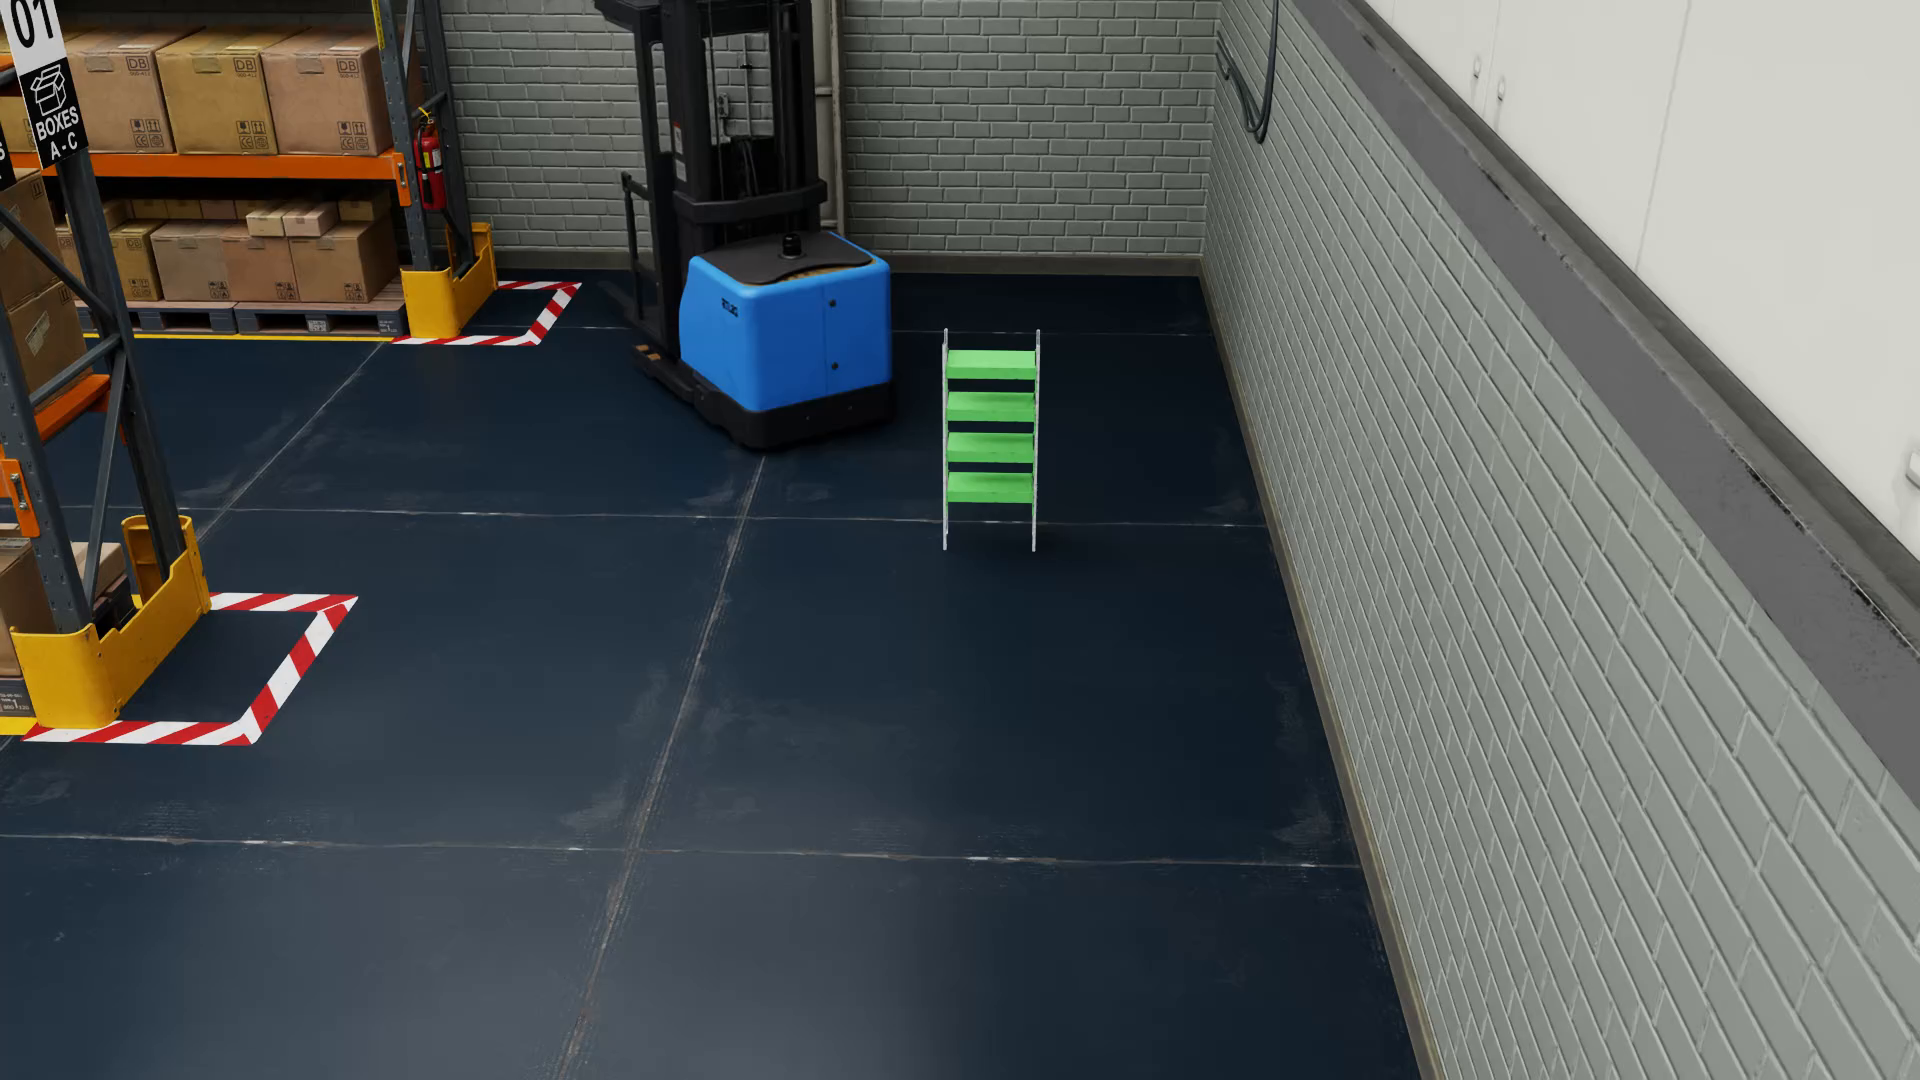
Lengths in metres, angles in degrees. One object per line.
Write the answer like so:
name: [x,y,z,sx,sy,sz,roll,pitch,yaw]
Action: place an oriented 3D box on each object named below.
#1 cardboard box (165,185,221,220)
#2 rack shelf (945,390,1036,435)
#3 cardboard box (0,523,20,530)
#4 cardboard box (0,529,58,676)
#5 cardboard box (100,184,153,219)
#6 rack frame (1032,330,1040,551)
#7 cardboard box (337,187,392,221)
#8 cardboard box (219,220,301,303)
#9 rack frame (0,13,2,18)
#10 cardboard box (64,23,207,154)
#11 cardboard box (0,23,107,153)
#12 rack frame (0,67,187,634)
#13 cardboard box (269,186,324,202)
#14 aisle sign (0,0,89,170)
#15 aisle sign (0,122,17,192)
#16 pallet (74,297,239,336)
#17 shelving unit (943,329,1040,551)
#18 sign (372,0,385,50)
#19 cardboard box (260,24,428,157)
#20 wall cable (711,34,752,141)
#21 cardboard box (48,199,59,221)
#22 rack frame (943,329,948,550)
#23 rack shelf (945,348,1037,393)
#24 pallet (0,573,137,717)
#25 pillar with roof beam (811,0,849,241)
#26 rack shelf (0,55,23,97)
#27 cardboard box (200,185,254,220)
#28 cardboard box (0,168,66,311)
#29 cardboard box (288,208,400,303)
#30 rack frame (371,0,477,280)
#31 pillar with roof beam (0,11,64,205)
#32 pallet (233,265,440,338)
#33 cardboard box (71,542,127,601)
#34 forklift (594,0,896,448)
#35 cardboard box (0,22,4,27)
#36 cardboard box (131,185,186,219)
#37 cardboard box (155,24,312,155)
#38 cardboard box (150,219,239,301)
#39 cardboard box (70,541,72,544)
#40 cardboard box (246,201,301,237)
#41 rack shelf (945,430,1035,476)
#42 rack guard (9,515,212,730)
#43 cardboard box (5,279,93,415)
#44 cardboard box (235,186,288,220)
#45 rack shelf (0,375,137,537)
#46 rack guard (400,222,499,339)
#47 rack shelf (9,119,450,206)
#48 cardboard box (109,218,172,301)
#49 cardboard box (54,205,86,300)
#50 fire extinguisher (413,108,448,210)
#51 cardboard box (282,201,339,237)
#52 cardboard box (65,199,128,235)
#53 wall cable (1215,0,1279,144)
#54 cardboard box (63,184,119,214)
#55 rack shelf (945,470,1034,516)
cardboard box: [-5.649,-2.496,12.283,0.250,0.149,0.380,1,28,2]
rack shelf: [0.165,-0.683,8.881,0.480,0.148,0.258,1,28,2]
cardboard box: [-5.015,0.138,8.253,0.500,0.250,0.500,1,28,2]
cardboard box: [-4.534,0.284,7.711,0.500,0.500,0.500,1,28,2]
cardboard box: [-6.160,-2.504,12.299,0.250,0.149,0.380,1,28,2]
rack frame: [0.409,-0.523,8.956,0.015,1.200,0.240,1,28,2]
cardboard box: [-4.382,-2.475,12.245,0.250,0.149,0.380,1,28,2]
cardboard box: [-5.014,-2.106,12.240,0.500,0.500,0.700,1,28,2]
rack frame: [-3.982,-3.383,6.024,0.127,3.000,1.000,1,28,2]
cardboard box: [-5.810,-3.211,11.785,0.700,0.700,0.980,0,28,-1]
cardboard box: [-6.538,-3.219,11.799,0.700,0.700,0.980,0,28,0]
rack frame: [-3.982,-0.733,7.429,0.127,3.000,1.000,1,28,2]
cardboard box: [-4.889,-2.483,12.260,0.250,0.149,0.380,1,28,2]
aisle sign: [-3.904,-2.018,7.078,0.004,0.787,0.394,1,28,2]
aisle sign: [-3.925,-1.737,6.548,0.004,0.787,0.394,1,28,2]
pallet: [-5.829,-1.817,12.453,1.213,0.211,1.003,1,28,2]
shelving unit: [0.165,-0.527,8.964,0.503,1.200,0.258,1,28,2]
sign: [-3.844,-3.414,10.998,0.005,0.325,0.100,1,28,2]
cardboard box: [-4.321,-3.188,11.740,0.700,0.700,0.980,2,28,4]
wall cable: [-2.498,-3.922,12.361,1.851,1.984,0.084,1,28,2]
cardboard box: [-6.729,-2.334,11.978,0.250,0.149,0.380,2,28,4]
rack frame: [-0.078,-0.531,8.971,0.015,1.200,0.240,1,28,2]
rack shelf: [0.165,-0.895,8.769,0.480,0.148,0.258,1,28,2]
pallet: [-4.855,0.486,8.109,1.213,0.211,1.003,1,28,2]
pillar with roof beam: [-1.234,-4.047,7.277,0.400,9.000,9.100,1,28,2]
rack shelf: [-5.981,-1.773,6.958,4.000,0.370,1.077,1,28,2]
cardboard box: [-5.393,-2.492,12.276,0.250,0.149,0.380,1,28,3]
cardboard box: [-4.416,-1.349,7.419,0.500,0.500,0.500,2,28,3]
cardboard box: [-4.514,-2.097,12.224,0.500,0.500,0.700,1,28,2]
rack frame: [-3.811,-3.051,11.804,0.127,3.000,1.000,1,28,2]
pillar with roof beam: [-7.230,-4.146,7.464,0.400,9.000,9.100,1,28,2]
pallet: [-4.613,-1.796,12.413,1.213,0.211,1.003,1,28,2]
cardboard box: [-4.389,0.165,8.311,0.250,0.149,0.380,1,28,2]
forklift: [-1.619,-2.503,10.842,1.130,2.935,3.031,-16,32,-28]
cardboard box: [-7.267,-3.233,11.827,0.700,0.700,0.980,1,28,3]
cardboard box: [-5.902,-2.500,12.291,0.250,0.149,0.380,0,28,1]
cardboard box: [-5.049,-3.194,11.753,0.700,0.700,0.980,1,28,1]
cardboard box: [-5.517,-2.114,12.255,0.500,0.500,0.700,0,28,0]
cardboard box: [-4.638,0.153,8.314,0.250,0.166,0.380,1,28,2]
cardboard box: [-4.904,-2.305,11.923,0.250,0.149,0.380,2,28,3]
rack shelf: [0.165,-0.471,8.994,0.480,0.148,0.258,1,28,2]
rack guard: [-4.058,0.371,8.017,0.348,0.500,1.175,1,28,2]
cardboard box: [-4.416,-0.908,7.653,0.500,0.500,0.500,2,28,3]
cardboard box: [-5.139,-2.488,12.268,0.250,0.149,0.380,1,28,2]
rack shelf: [-5.981,-0.448,7.660,4.000,0.370,1.077,1,28,2]
rack guard: [-3.787,-1.947,12.388,0.348,0.500,1.175,1,28,2]
rack shelf: [-5.810,-2.767,12.034,4.000,0.370,1.077,1,28,2]
cardboard box: [-6.050,-2.119,12.265,0.500,0.500,0.700,2,28,3]
cardboard box: [-6.563,-2.128,12.283,0.500,0.500,0.700,1,28,1]
fire extinguisher: [-3.677,-2.634,11.497,0.183,0.674,0.296,1,28,2]
cardboard box: [-4.649,-2.301,11.915,0.250,0.149,0.380,1,28,1]
cardboard box: [-6.207,-2.325,11.962,0.250,0.149,0.380,0,28,0]
wall cable: [1.829,-4.069,10.634,0.112,2.526,3.097,1,28,2]
cardboard box: [-6.413,-2.508,12.307,0.250,0.149,0.380,0,28,0]
rack shelf: [0.165,-0.259,9.106,0.480,0.148,0.258,1,28,2]
